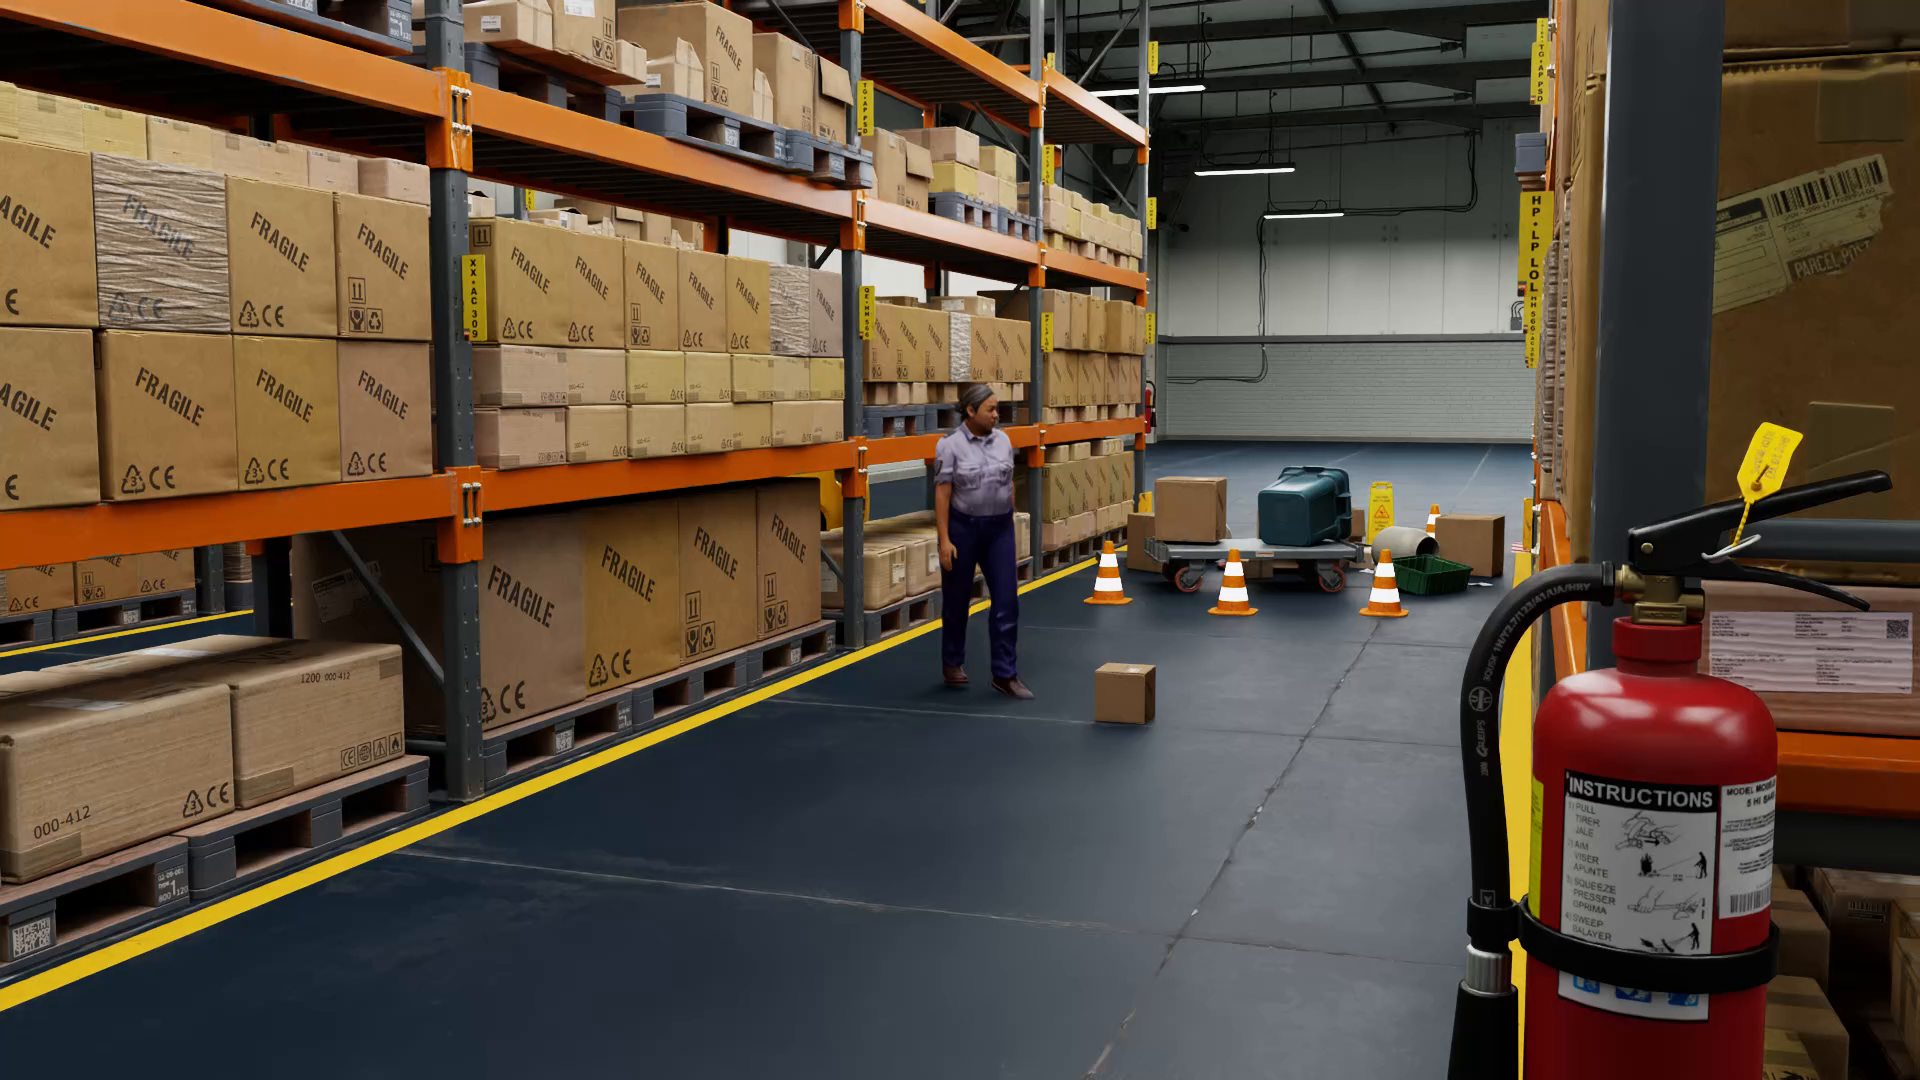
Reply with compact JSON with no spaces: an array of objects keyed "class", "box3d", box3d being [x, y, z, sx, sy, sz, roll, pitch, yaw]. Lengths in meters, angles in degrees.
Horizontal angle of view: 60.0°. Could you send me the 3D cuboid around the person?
[{"class":"person","box3d":[0.077,0.011,8.869,0.494,1.684,0.646,-2,6,-21]}]
